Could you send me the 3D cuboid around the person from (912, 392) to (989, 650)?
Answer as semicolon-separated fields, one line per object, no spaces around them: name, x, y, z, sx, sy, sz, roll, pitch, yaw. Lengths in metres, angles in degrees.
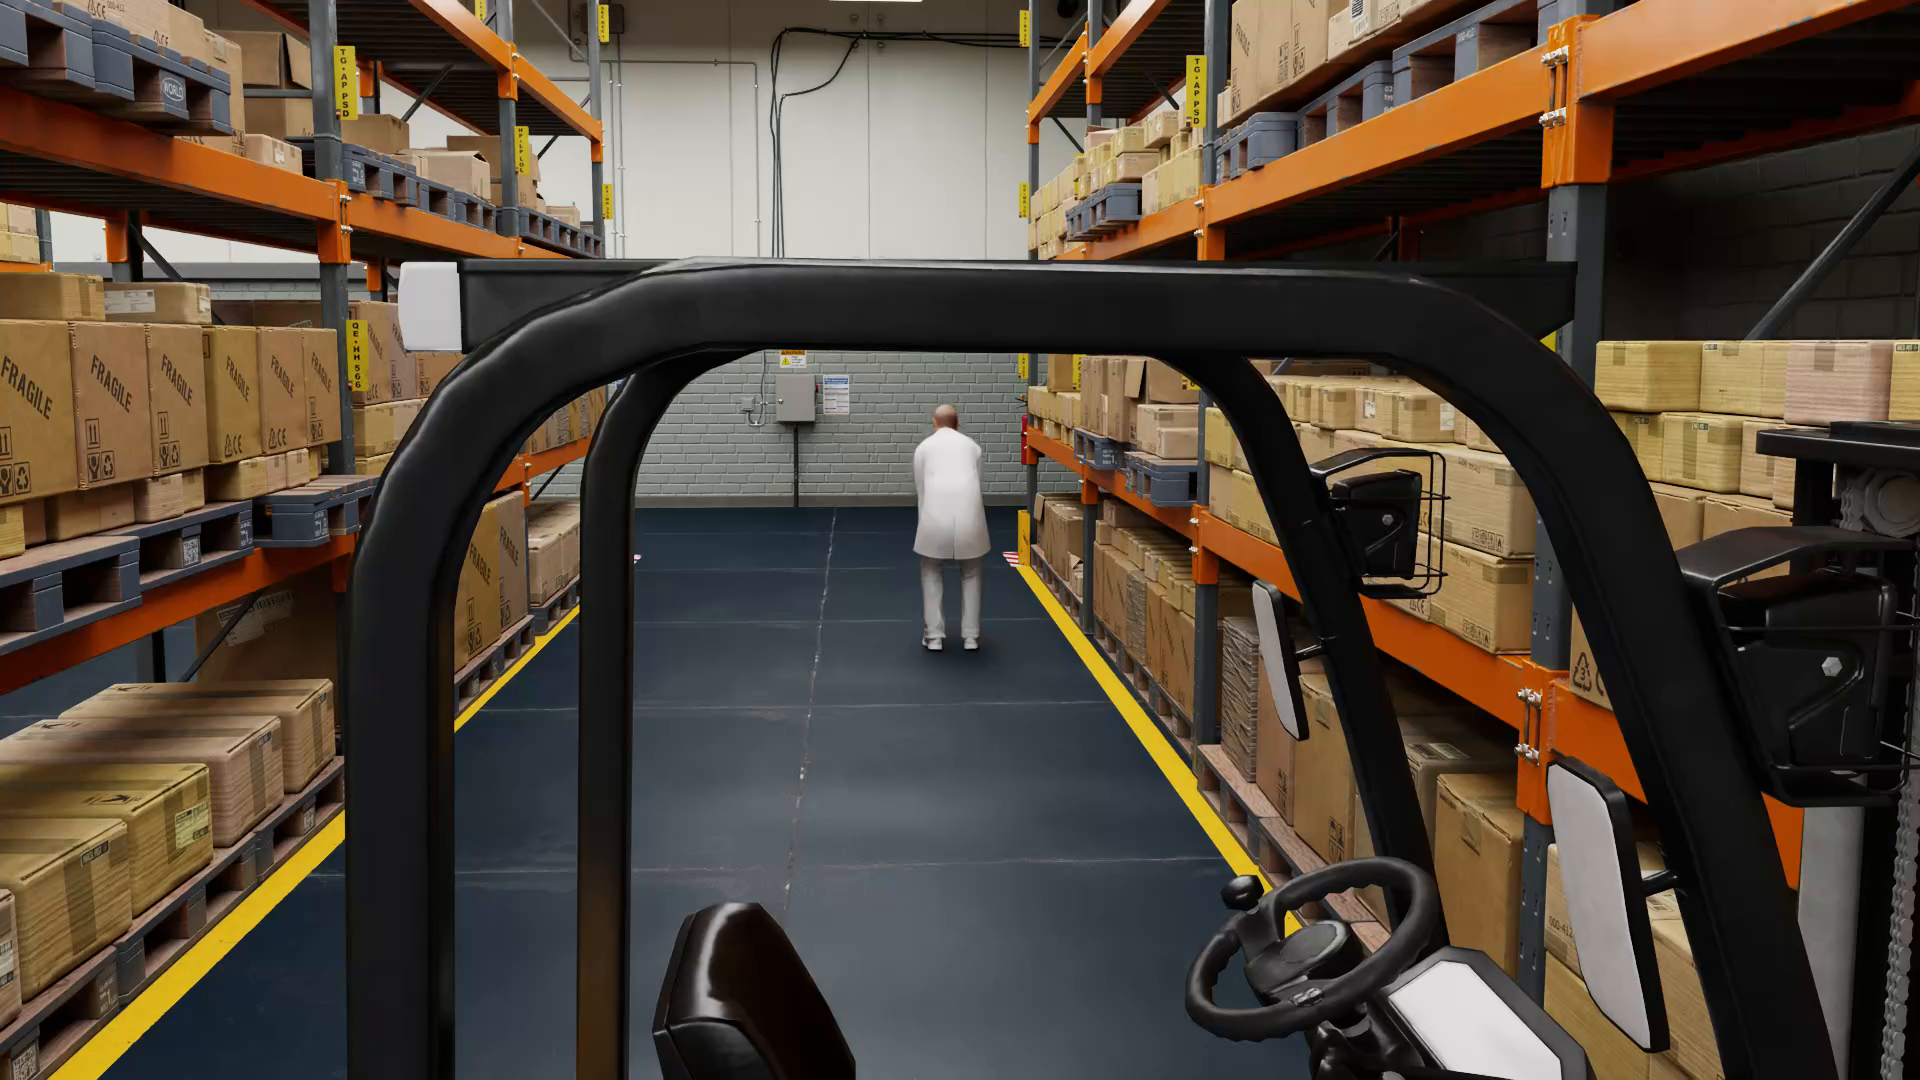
person;-0.065;-0.142;11.537;0.519;1.772;0.561;0;7;-3
